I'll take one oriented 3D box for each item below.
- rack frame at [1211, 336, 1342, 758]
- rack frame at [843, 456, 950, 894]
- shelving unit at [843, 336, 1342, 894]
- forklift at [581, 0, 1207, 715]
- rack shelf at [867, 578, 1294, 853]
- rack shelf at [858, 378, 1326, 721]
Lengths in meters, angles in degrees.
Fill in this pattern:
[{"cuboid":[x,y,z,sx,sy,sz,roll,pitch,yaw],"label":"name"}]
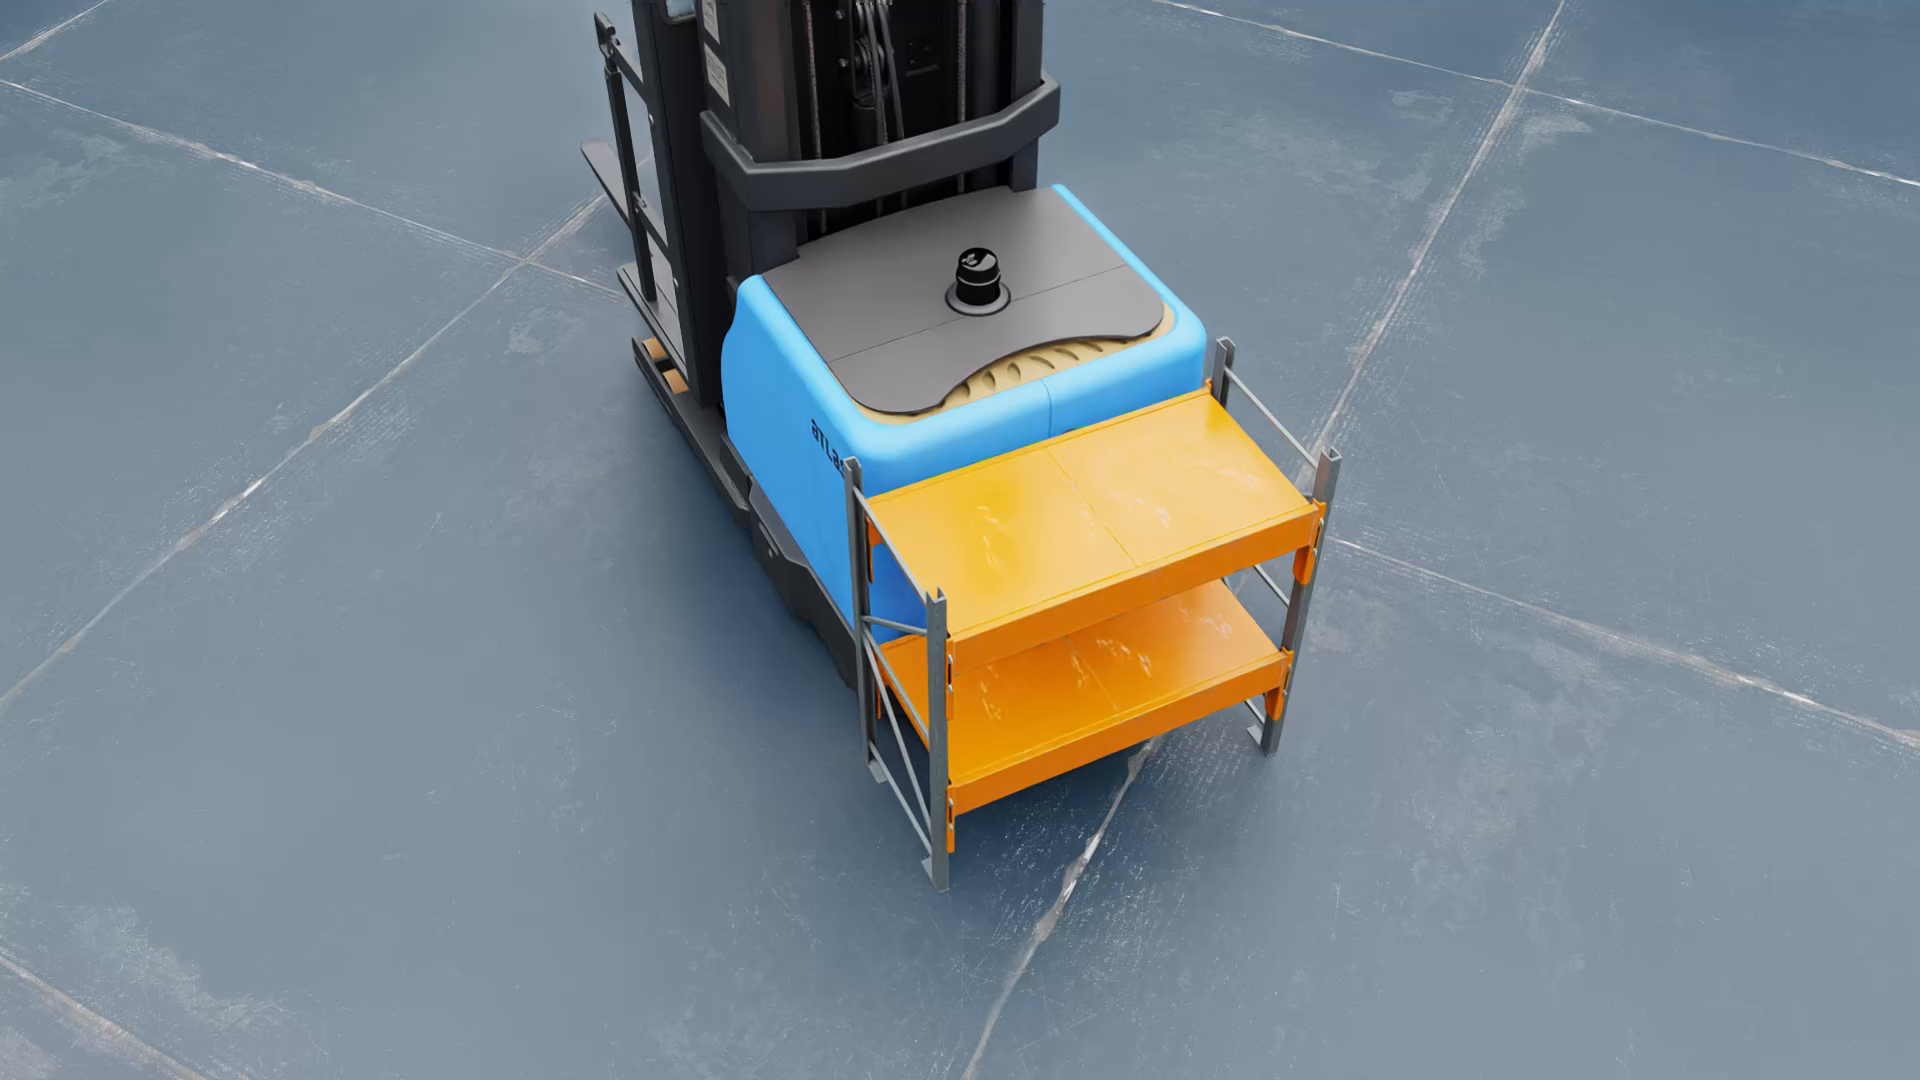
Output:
[{"cuboid":[0.765,0.049,4.411,0.032,1.125,0.500,-19,48,-18],"label":"rack frame"},{"cuboid":[-0.150,0.364,4.099,0.032,1.125,0.500,-19,48,-18],"label":"rack frame"},{"cuboid":[0.308,0.207,4.255,1.048,1.125,0.538,-19,48,-18],"label":"shelving unit"},{"cuboid":[-0.474,-1.587,4.758,1.130,2.935,3.031,-21,49,-19],"label":"forklift"},{"cuboid":[0.308,0.378,4.429,1.000,0.278,0.538,-19,48,-18],"label":"rack shelf"},{"cuboid":[0.308,0.001,4.047,1.000,0.278,0.538,-19,48,-18],"label":"rack shelf"}]
